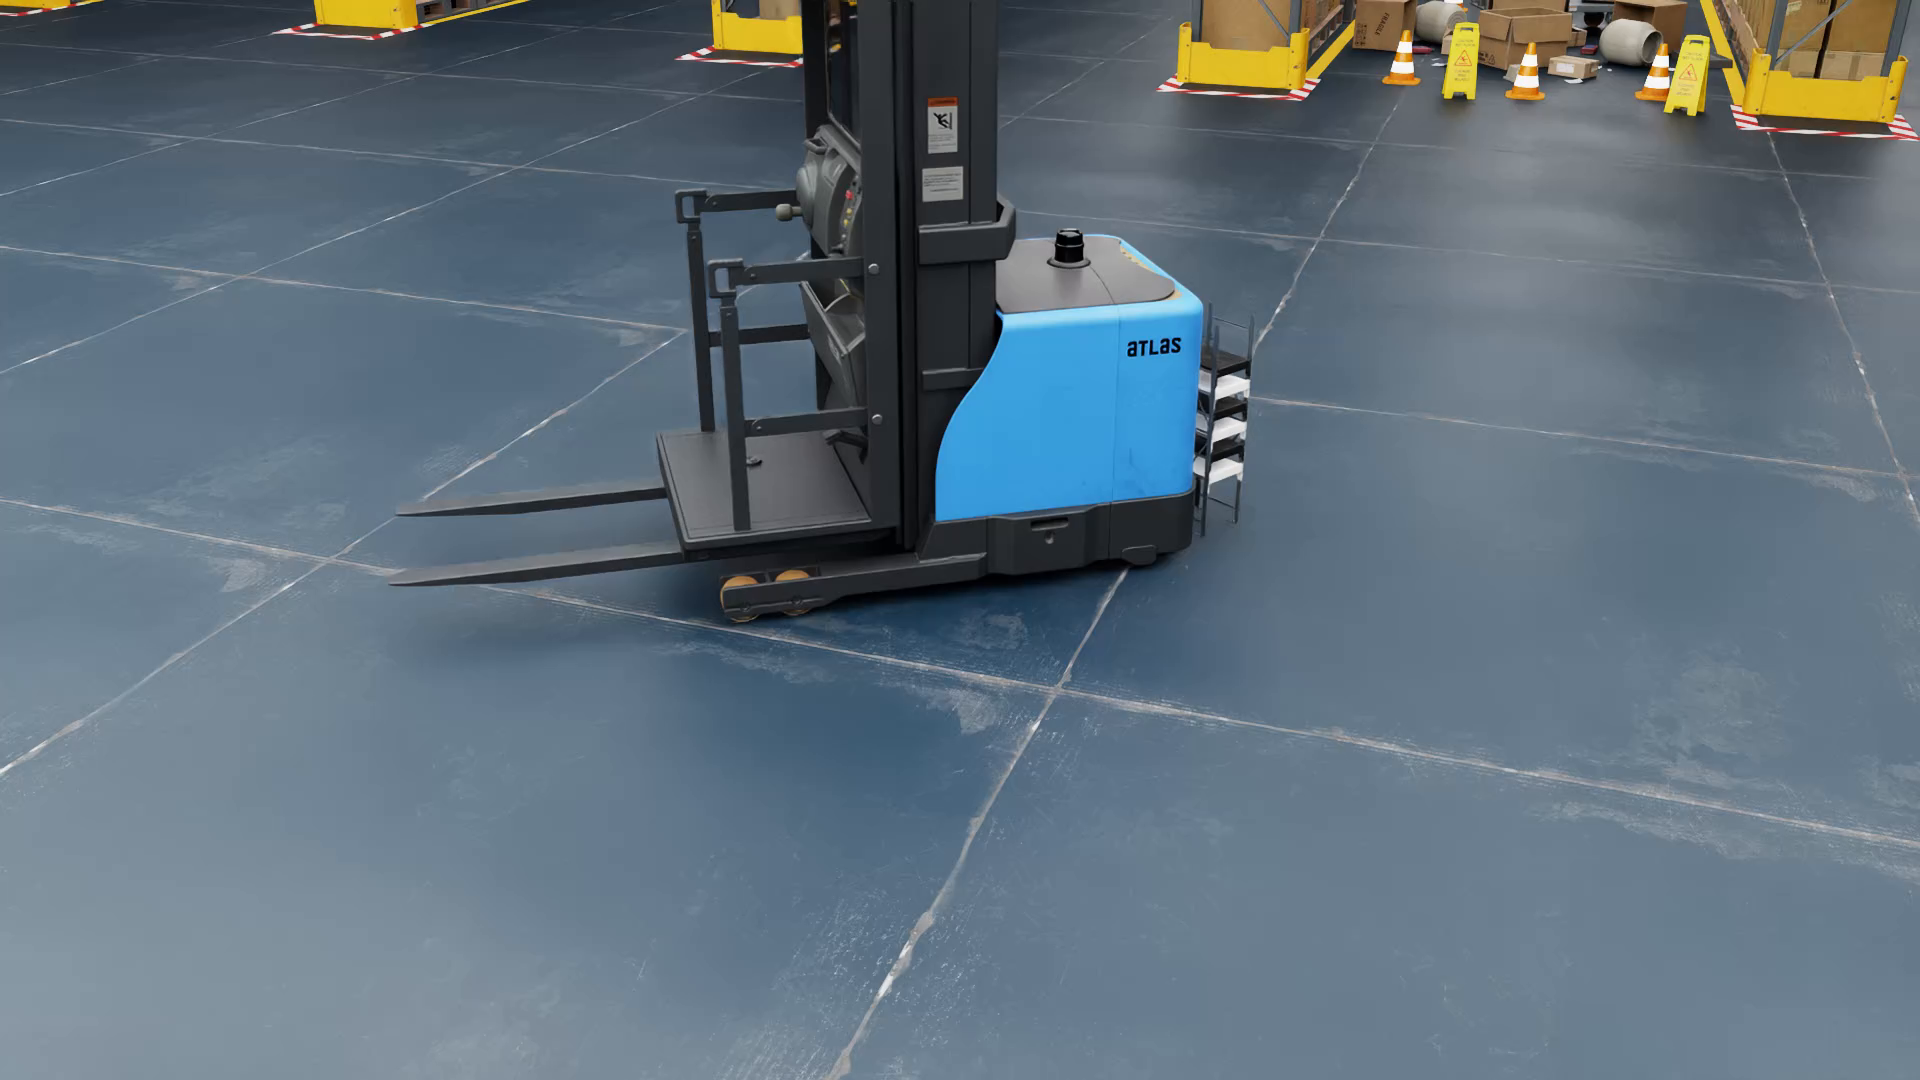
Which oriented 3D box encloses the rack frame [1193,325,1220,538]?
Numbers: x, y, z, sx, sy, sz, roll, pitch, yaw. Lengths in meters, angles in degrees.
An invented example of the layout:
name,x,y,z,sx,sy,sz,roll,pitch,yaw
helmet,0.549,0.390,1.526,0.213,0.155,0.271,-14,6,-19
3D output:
name,x,y,z,sx,sy,sz,roll,pitch,yaw
rack frame,0.919,-0.454,6.655,0.006,0.900,0.240,-20,32,-35

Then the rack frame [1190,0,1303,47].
name,x,y,z,sx,sy,sz,roll,pitch,yaw
rack frame,2.645,-5.659,14.996,1.000,3.000,0.127,9,27,17

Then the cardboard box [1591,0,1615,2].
name,x,y,z,sx,sy,sz,roll,pitch,yaw
cardboard box,6.989,-6.088,17.881,0.500,0.500,0.500,9,27,17

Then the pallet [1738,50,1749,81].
name,x,y,z,sx,sy,sz,roll,pitch,yaw
pallet,8.083,-4.587,15.982,1.003,0.211,1.213,9,27,17

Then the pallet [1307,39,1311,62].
name,x,y,z,sx,sy,sz,roll,pitch,yaw
pallet,2.837,-4.744,16.306,1.003,0.211,1.213,9,27,17

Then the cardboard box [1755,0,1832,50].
name,x,y,z,sx,sy,sz,roll,pitch,yaw
cardboard box,7.367,-4.639,14.701,0.500,0.500,0.500,9,27,18

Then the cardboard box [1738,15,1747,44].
name,x,y,z,sx,sy,sz,roll,pitch,yaw
cardboard box,7.885,-4.935,16.174,0.500,0.250,0.500,8,27,17

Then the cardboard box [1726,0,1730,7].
name,x,y,z,sx,sy,sz,roll,pitch,yaw
cardboard box,9.086,-6.145,18.532,0.950,0.372,0.625,11,28,21

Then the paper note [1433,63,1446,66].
name,x,y,z,sx,sy,sz,roll,pitch,yaw
paper note,4.754,-4.703,16.430,0.144,0.017,0.142,20,32,35

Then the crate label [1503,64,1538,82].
name,x,y,z,sx,sy,sz,roll,pitch,yaw
crate label,5.316,-4.411,15.704,0.250,0.136,0.298,-5,26,-9

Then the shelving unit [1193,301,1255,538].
name,x,y,z,sx,sy,sz,roll,pitch,yaw
shelving unit,0.997,-0.482,6.714,0.210,0.900,0.258,-20,32,-35

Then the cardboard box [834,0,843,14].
name,x,y,z,sx,sy,sz,roll,pitch,yaw
cardboard box,-1.609,-5.989,18.063,0.500,0.500,0.500,17,30,31

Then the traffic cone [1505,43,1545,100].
name,x,y,z,sx,sy,sz,roll,pitch,yaw
traffic cone,5.113,-4.226,14.947,0.336,0.463,0.334,9,27,17

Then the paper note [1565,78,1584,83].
name,x,y,z,sx,sy,sz,roll,pitch,yaw
paper note,5.784,-4.323,15.644,0.148,0.019,0.142,0,26,-1

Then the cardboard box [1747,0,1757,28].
name,x,y,z,sx,sy,sz,roll,pitch,yaw
cardboard box,7.712,-5.060,15.572,0.500,0.500,0.500,8,27,16

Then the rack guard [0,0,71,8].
name,x,y,z,sx,sy,sz,roll,pitch,yaw
rack guard,-11.347,-6.723,20.062,1.175,0.500,0.348,9,27,17

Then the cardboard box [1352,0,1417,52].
name,x,y,z,sx,sy,sz,roll,pitch,yaw
cardboard box,4.427,-5.392,17.310,0.500,0.500,0.500,14,29,26

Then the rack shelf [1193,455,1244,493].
name,x,y,z,sx,sy,sz,roll,pitch,yaw
rack shelf,0.997,-0.290,6.807,0.200,0.077,0.258,-20,32,-35

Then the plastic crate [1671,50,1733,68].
name,x,y,z,sx,sy,sz,roll,pitch,yaw
plastic crate,7.382,-4.786,16.543,0.402,0.080,0.583,0,26,-1

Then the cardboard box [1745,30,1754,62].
name,x,y,z,sx,sy,sz,roll,pitch,yaw
cardboard box,7.541,-4.517,15.311,0.500,0.250,0.500,9,27,18

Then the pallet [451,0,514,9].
name,x,y,z,sx,sy,sz,roll,pitch,yaw
pallet,-6.006,-6.754,20.457,1.003,0.211,1.213,9,27,17

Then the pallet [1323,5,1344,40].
name,x,y,z,sx,sy,sz,roll,pitch,yaw
pallet,3.649,-5.747,18.377,1.003,0.211,1.213,9,27,17

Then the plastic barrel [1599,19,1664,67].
name,x,y,z,sx,sy,sz,roll,pitch,yaw
plastic barrel,6.606,-4.891,16.367,0.421,0.421,0.512,-14,29,-27

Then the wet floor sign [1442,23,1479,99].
name,x,y,z,sx,sy,sz,roll,pitch,yaw
wet floor sign,4.502,-4.300,14.891,0.267,0.644,0.232,4,26,8

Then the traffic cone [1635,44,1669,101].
name,x,y,z,sx,sy,sz,roll,pitch,yaw
traffic cone,6.273,-4.205,14.903,0.336,0.463,0.334,9,27,17

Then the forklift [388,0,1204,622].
name,x,y,z,sx,sy,sz,roll,pitch,yaw
forklift,-0.658,-1.272,6.014,3.031,2.935,1.130,-7,27,-13

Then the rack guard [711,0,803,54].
name,x,y,z,sx,sy,sz,roll,pitch,yaw
rack guard,-1.974,-5.326,17.176,1.175,0.500,0.348,9,27,17

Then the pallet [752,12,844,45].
name,x,y,z,sx,sy,sz,roll,pitch,yaw
pallet,-1.670,-5.525,17.918,1.003,0.211,1.213,9,27,17

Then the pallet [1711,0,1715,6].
name,x,y,z,sx,sy,sz,roll,pitch,yaw
pallet,9.747,-6.694,20.334,1.003,0.211,1.213,9,27,17

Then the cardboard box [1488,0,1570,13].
name,x,y,z,sx,sy,sz,roll,pitch,yaw
cardboard box,5.847,-5.395,17.159,0.797,0.637,0.503,9,27,17

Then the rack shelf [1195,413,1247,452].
name,x,y,z,sx,sy,sz,roll,pitch,yaw
rack shelf,0.997,-0.452,6.728,0.200,0.077,0.258,-20,32,-35

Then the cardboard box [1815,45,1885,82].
name,x,y,z,sx,sy,sz,roll,pitch,yaw
cardboard box,7.876,-4.226,14.708,0.500,0.250,0.500,9,27,17

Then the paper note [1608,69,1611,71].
name,x,y,z,sx,sy,sz,roll,pitch,yaw
paper note,6.328,-4.579,16.197,0.032,0.001,0.123,9,27,17

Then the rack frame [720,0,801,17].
name,x,y,z,sx,sy,sz,roll,pitch,yaw
rack frame,-1.999,-6.420,16.567,1.000,3.000,0.127,9,27,17

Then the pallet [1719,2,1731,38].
name,x,y,z,sx,sy,sz,roll,pitch,yaw
pallet,8.935,-5.692,18.263,1.003,0.211,1.213,9,27,17

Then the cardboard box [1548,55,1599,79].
name,x,y,z,sx,sy,sz,roll,pitch,yaw
cardboard box,5.877,-4.531,15.937,0.250,0.149,0.380,-20,33,-36

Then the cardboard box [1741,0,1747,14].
name,x,y,z,sx,sy,sz,roll,pitch,yaw
cardboard box,8.059,-5.490,16.460,0.500,0.500,0.500,10,28,20

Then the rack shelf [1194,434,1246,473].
name,x,y,z,sx,sy,sz,roll,pitch,yaw
rack shelf,0.997,-0.371,6.768,0.200,0.077,0.258,-20,32,-35

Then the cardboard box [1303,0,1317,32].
name,x,y,z,sx,sy,sz,roll,pitch,yaw
cardboard box,3.099,-5.542,16.710,0.875,0.875,0.875,8,27,17

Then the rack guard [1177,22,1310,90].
name,x,y,z,sx,sy,sz,roll,pitch,yaw
rack guard,2.637,-4.524,15.520,1.175,0.500,0.348,9,27,17

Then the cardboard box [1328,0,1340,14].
name,x,y,z,sx,sy,sz,roll,pitch,yaw
cardboard box,3.701,-6.287,18.249,0.875,0.875,0.875,9,27,18

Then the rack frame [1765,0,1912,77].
name,x,y,z,sx,sy,sz,roll,pitch,yaw
rack frame,7.346,-4.983,13.599,1.000,3.000,0.127,9,27,17

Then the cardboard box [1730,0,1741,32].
name,x,y,z,sx,sy,sz,roll,pitch,yaw
cardboard box,8.226,-5.375,17.082,0.500,0.250,0.500,7,27,15

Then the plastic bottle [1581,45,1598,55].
name,x,y,z,sx,sy,sz,roll,pitch,yaw
plastic bottle,6.479,-5.046,17.101,0.133,0.061,0.283,14,29,26
